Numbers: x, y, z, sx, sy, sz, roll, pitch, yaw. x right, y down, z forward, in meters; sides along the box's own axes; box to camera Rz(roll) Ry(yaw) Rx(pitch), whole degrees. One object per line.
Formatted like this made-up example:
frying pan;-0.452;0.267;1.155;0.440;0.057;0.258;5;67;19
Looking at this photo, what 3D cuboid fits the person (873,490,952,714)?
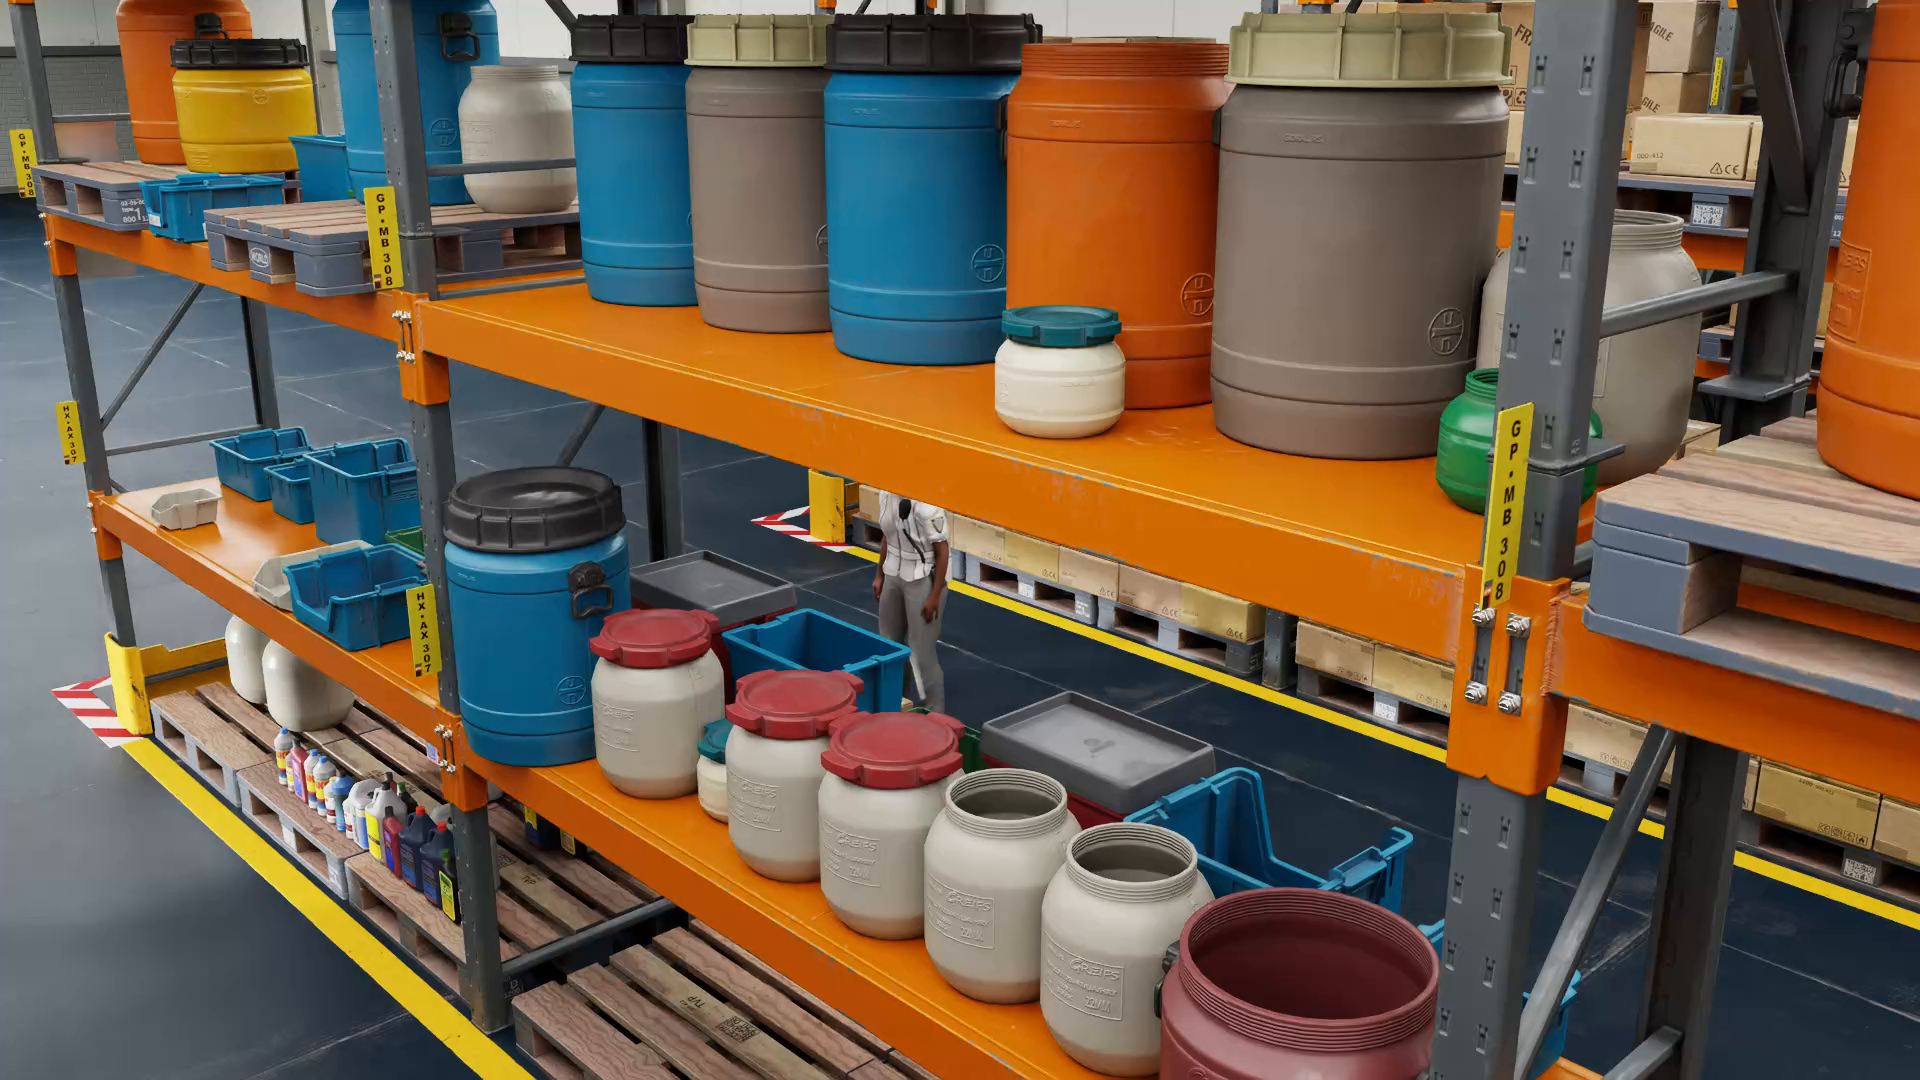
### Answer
person;-0.263;0.245;8.769;0.392;1.659;0.505;-16;23;-41
